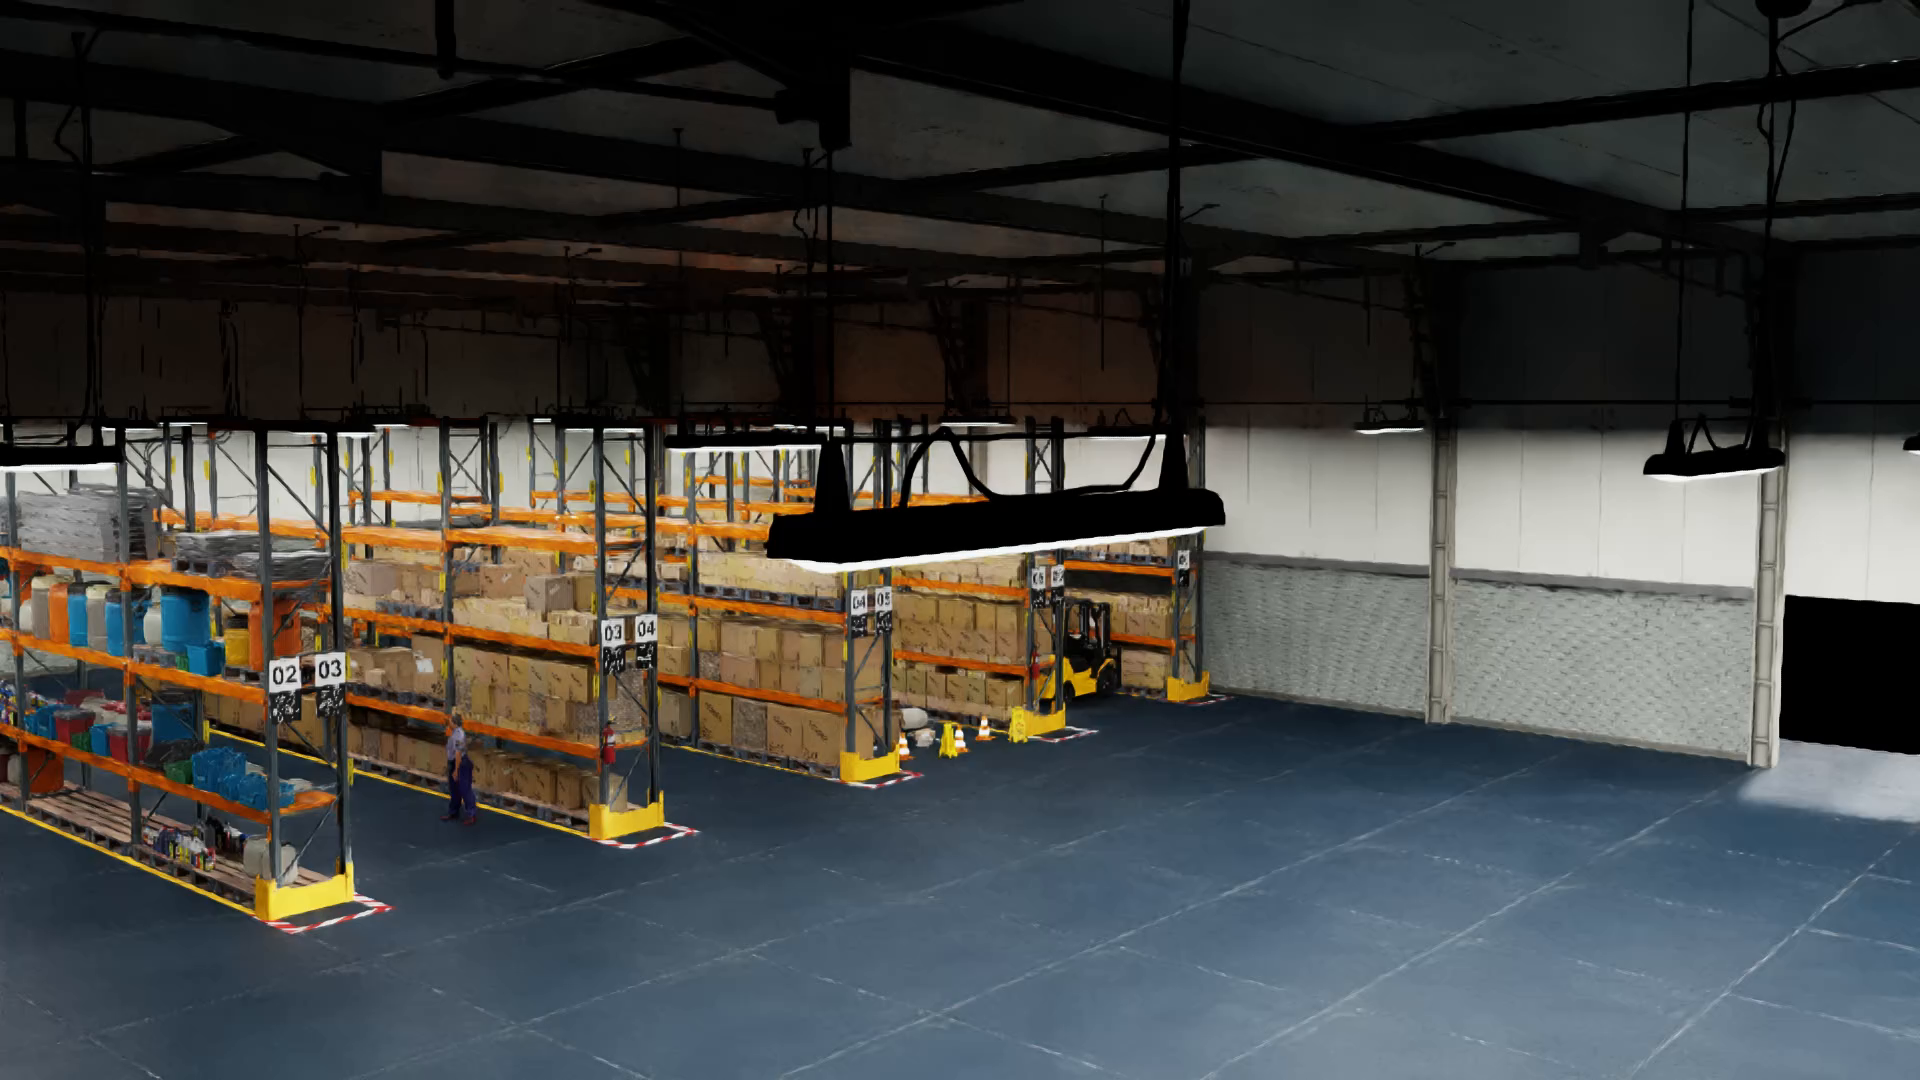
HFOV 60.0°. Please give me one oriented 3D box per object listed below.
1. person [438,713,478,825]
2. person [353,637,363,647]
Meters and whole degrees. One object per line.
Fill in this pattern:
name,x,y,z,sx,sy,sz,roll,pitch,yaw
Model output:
person,-7.569,3.421,25.012,0.556,1.644,0.597,-2,5,-21
person,-11.833,2.752,32.659,1.194,1.698,0.598,4,6,43
